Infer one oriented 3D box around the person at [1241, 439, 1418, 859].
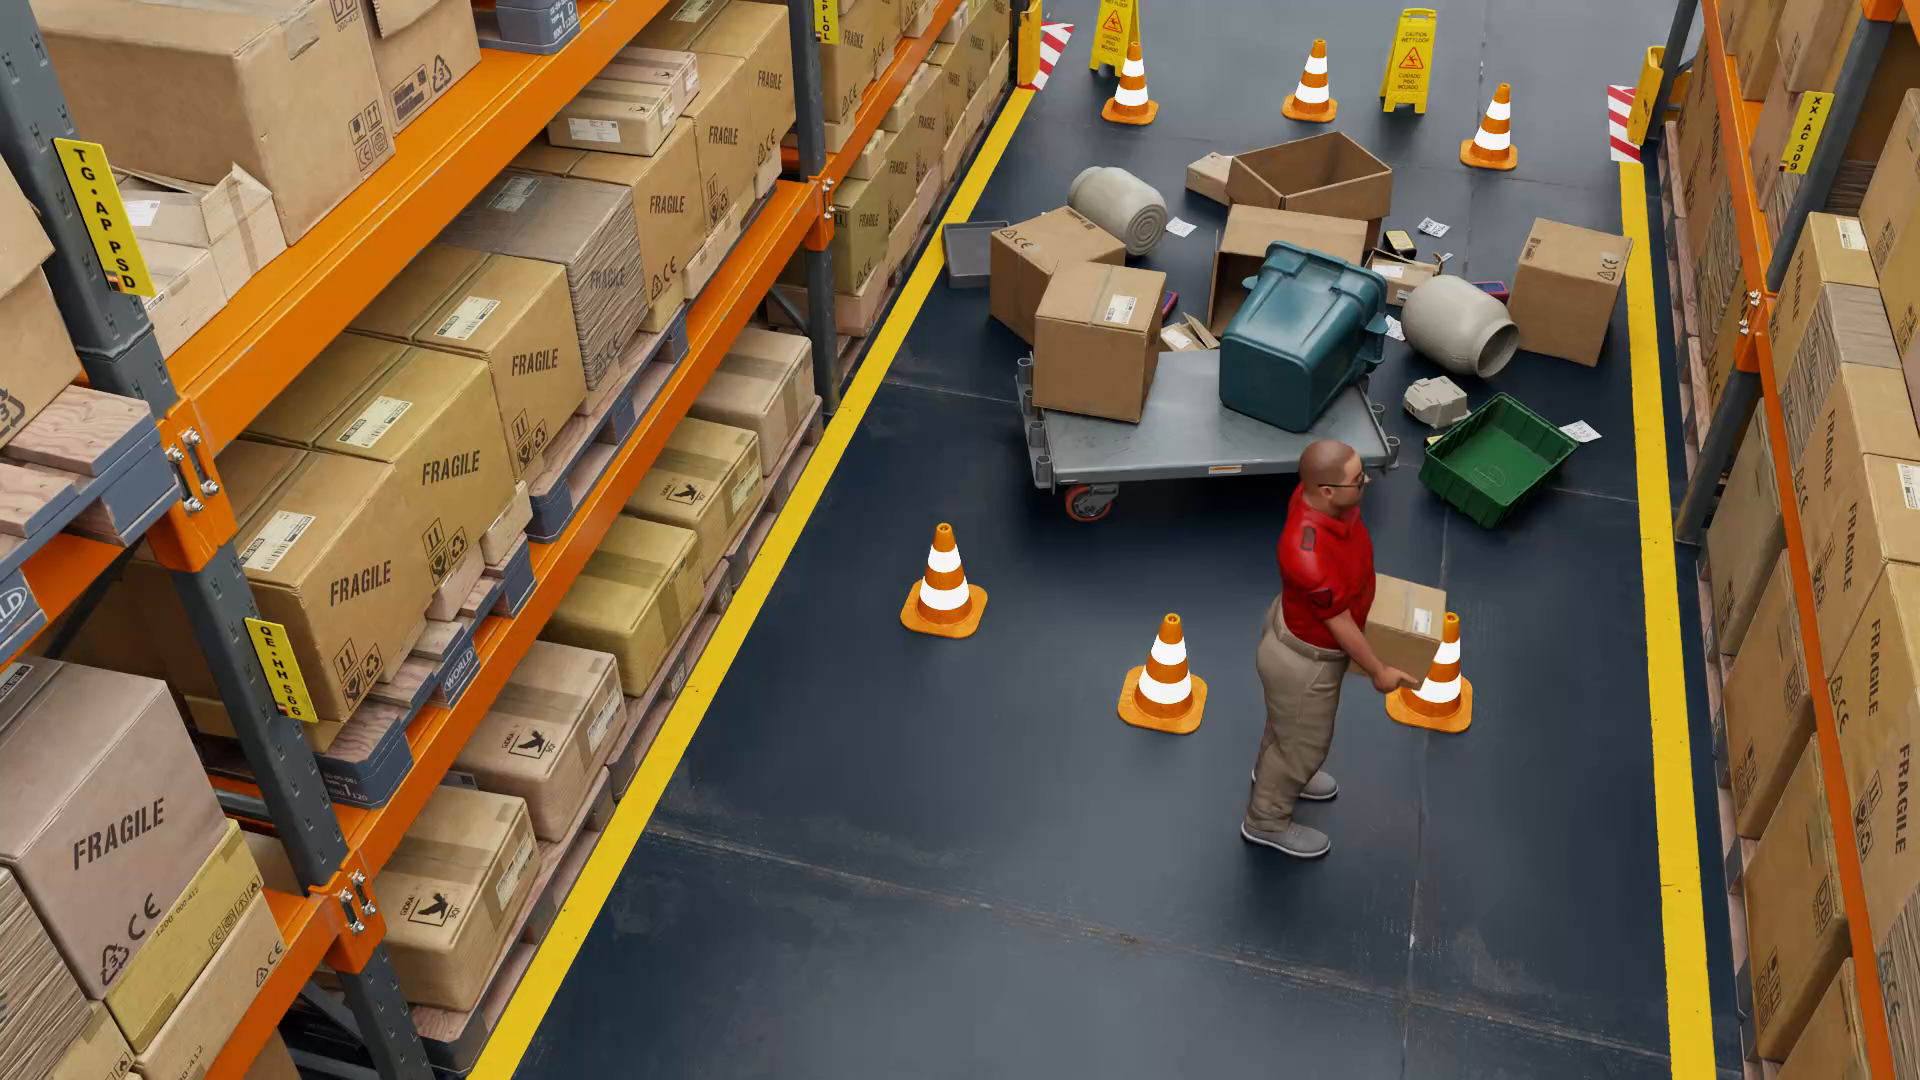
[{"bbox_3d":[1.304,0.382,5.736,0.539,1.721,0.492,10,42,12],"label":"person"}]
